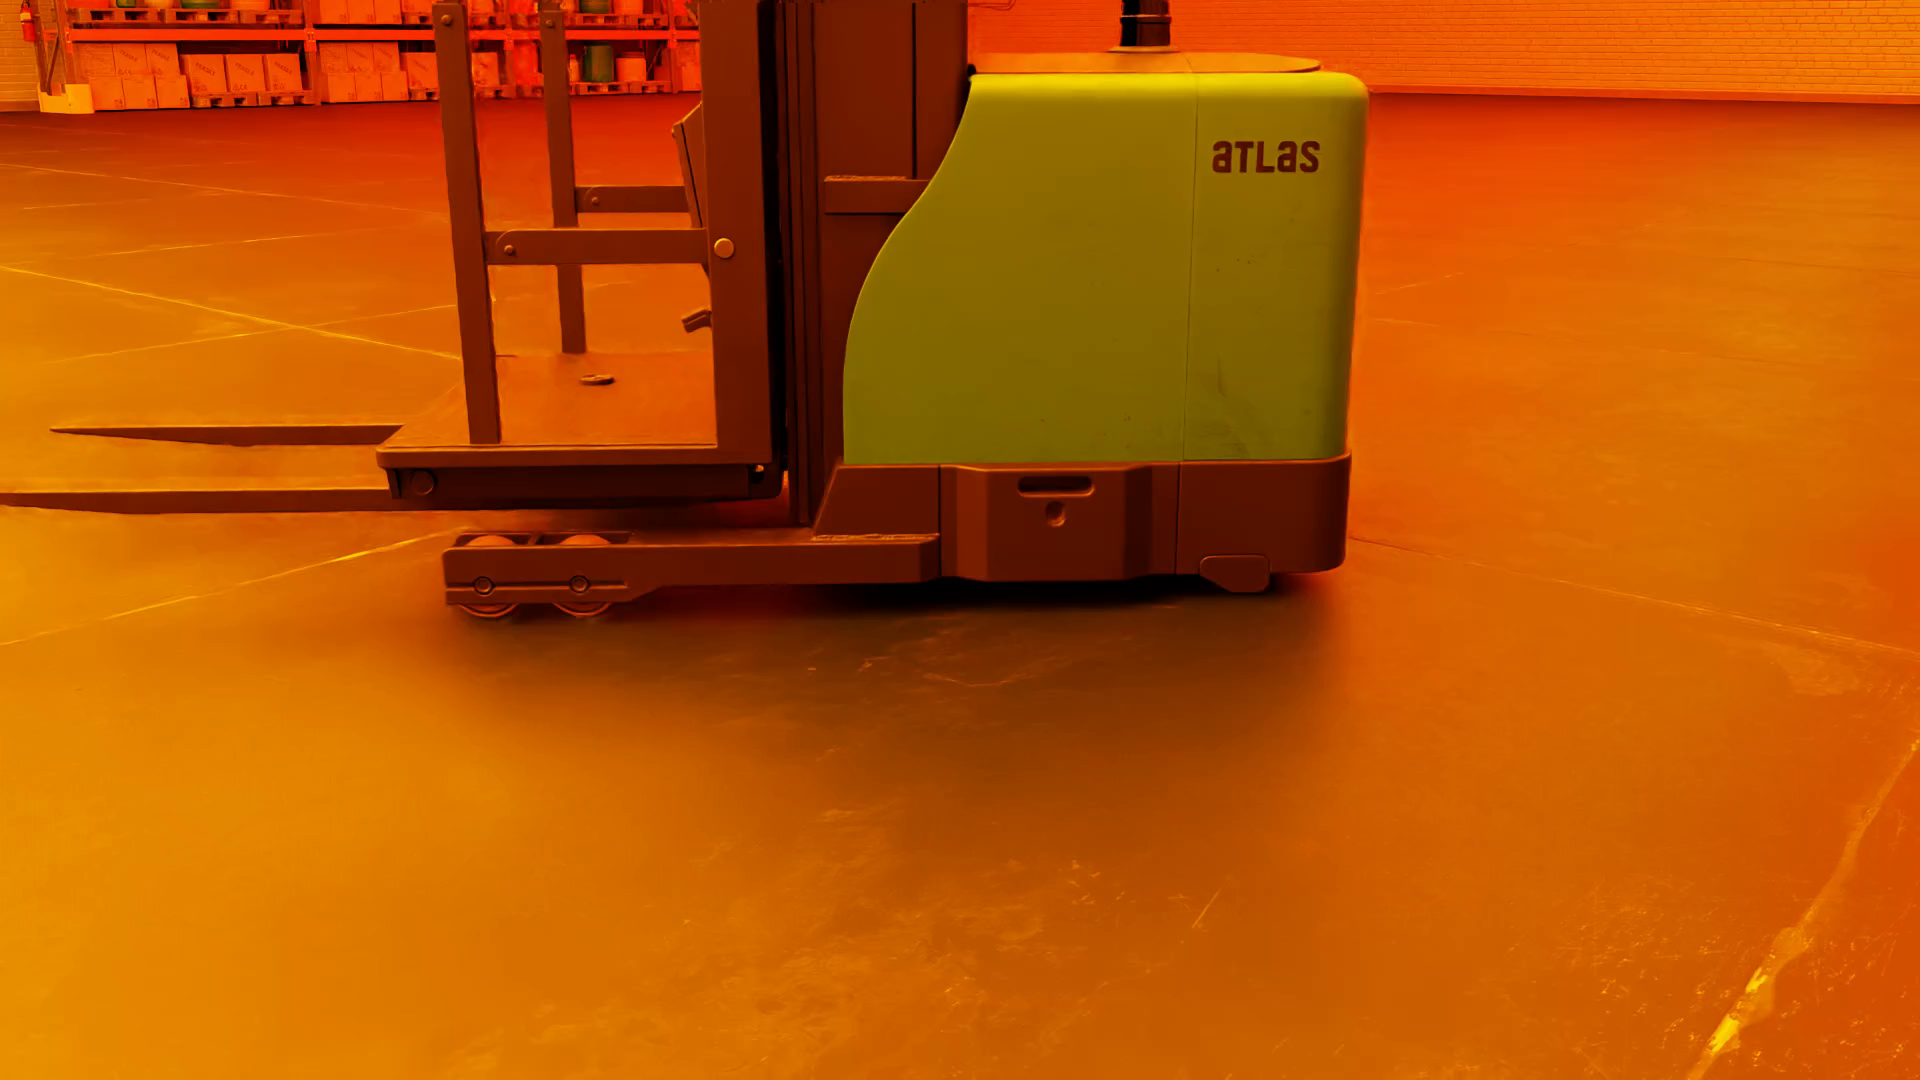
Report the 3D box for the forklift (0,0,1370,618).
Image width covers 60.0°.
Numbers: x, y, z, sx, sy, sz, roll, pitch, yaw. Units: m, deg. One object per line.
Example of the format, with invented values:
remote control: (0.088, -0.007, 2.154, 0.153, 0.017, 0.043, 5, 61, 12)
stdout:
forklift: (-0.708, -1.400, 3.507, 3.031, 2.935, 1.130, -1, 17, -2)
